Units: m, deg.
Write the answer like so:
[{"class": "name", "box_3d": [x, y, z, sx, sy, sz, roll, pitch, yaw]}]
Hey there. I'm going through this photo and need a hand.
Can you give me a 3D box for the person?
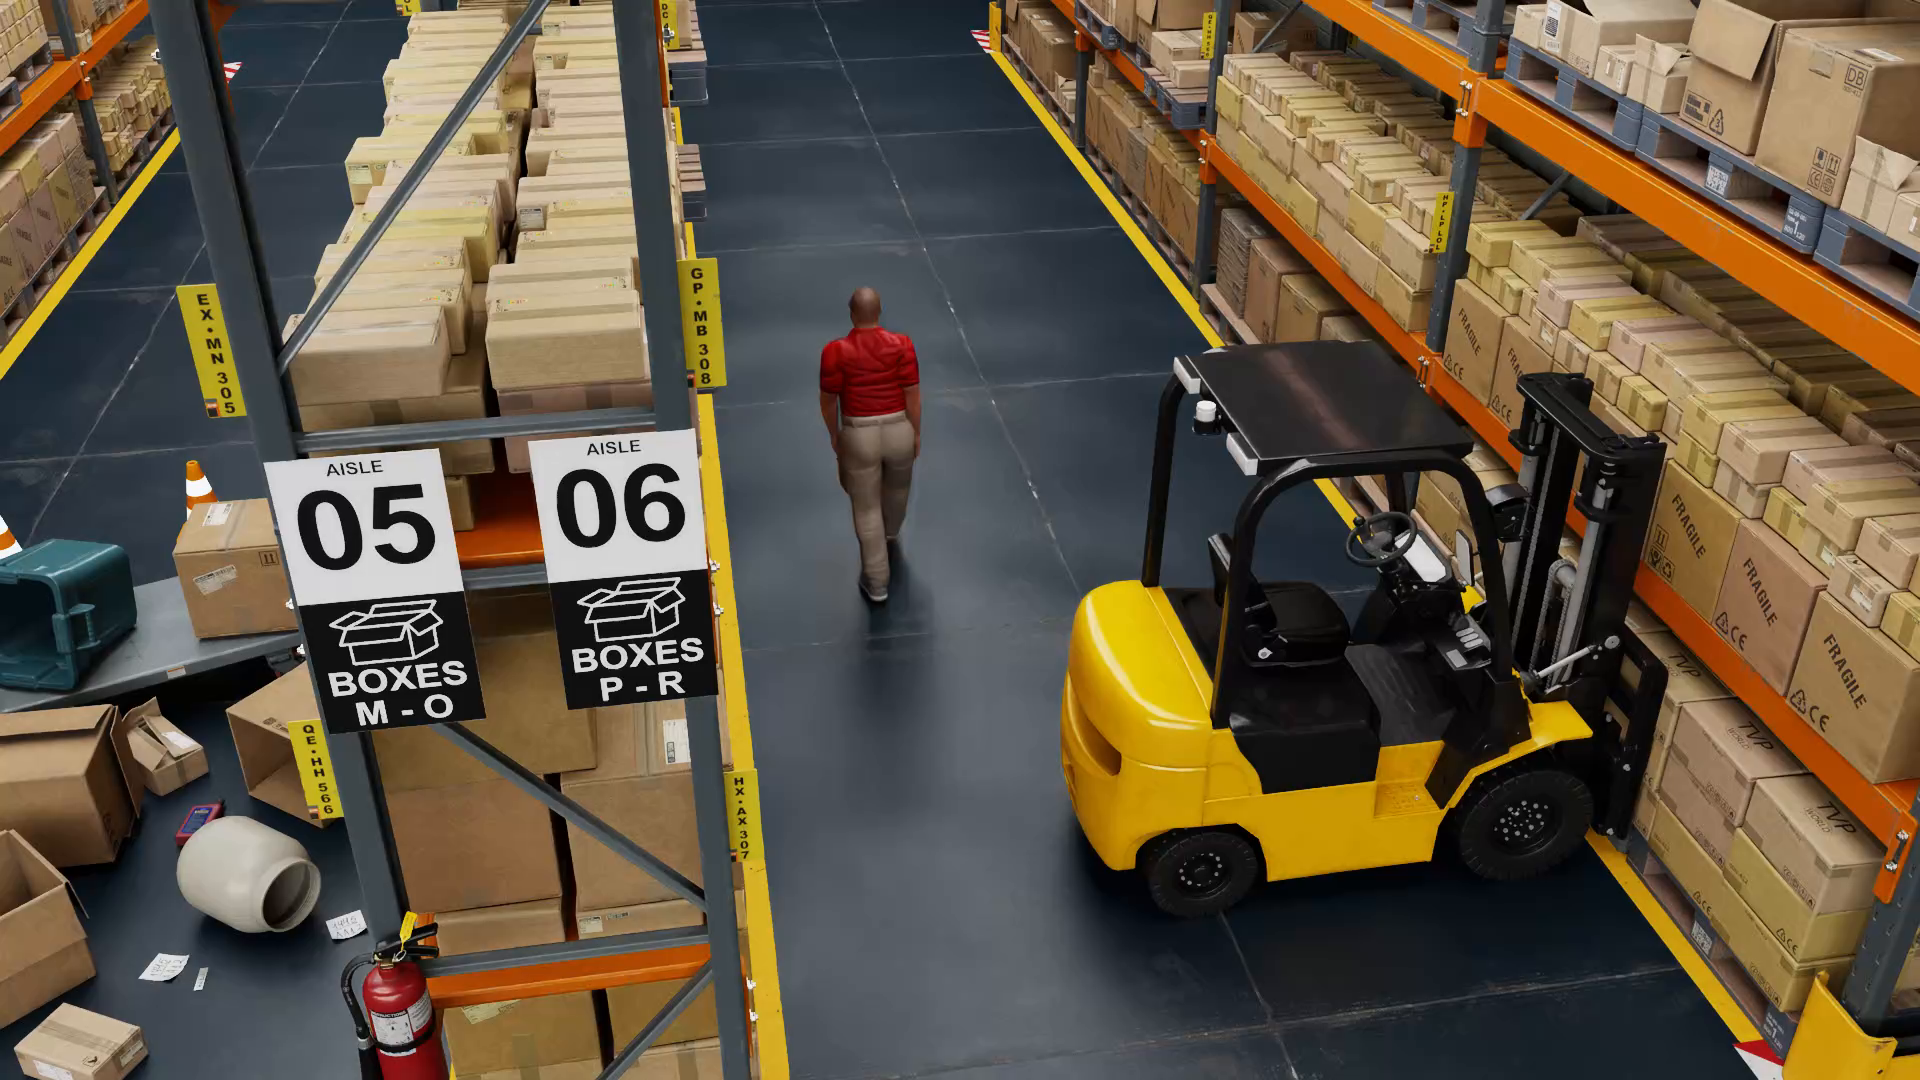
[{"class": "person", "box_3d": [-0.507, -0.608, 9.186, 0.542, 1.688, 0.950, -7, 31, -11]}]
